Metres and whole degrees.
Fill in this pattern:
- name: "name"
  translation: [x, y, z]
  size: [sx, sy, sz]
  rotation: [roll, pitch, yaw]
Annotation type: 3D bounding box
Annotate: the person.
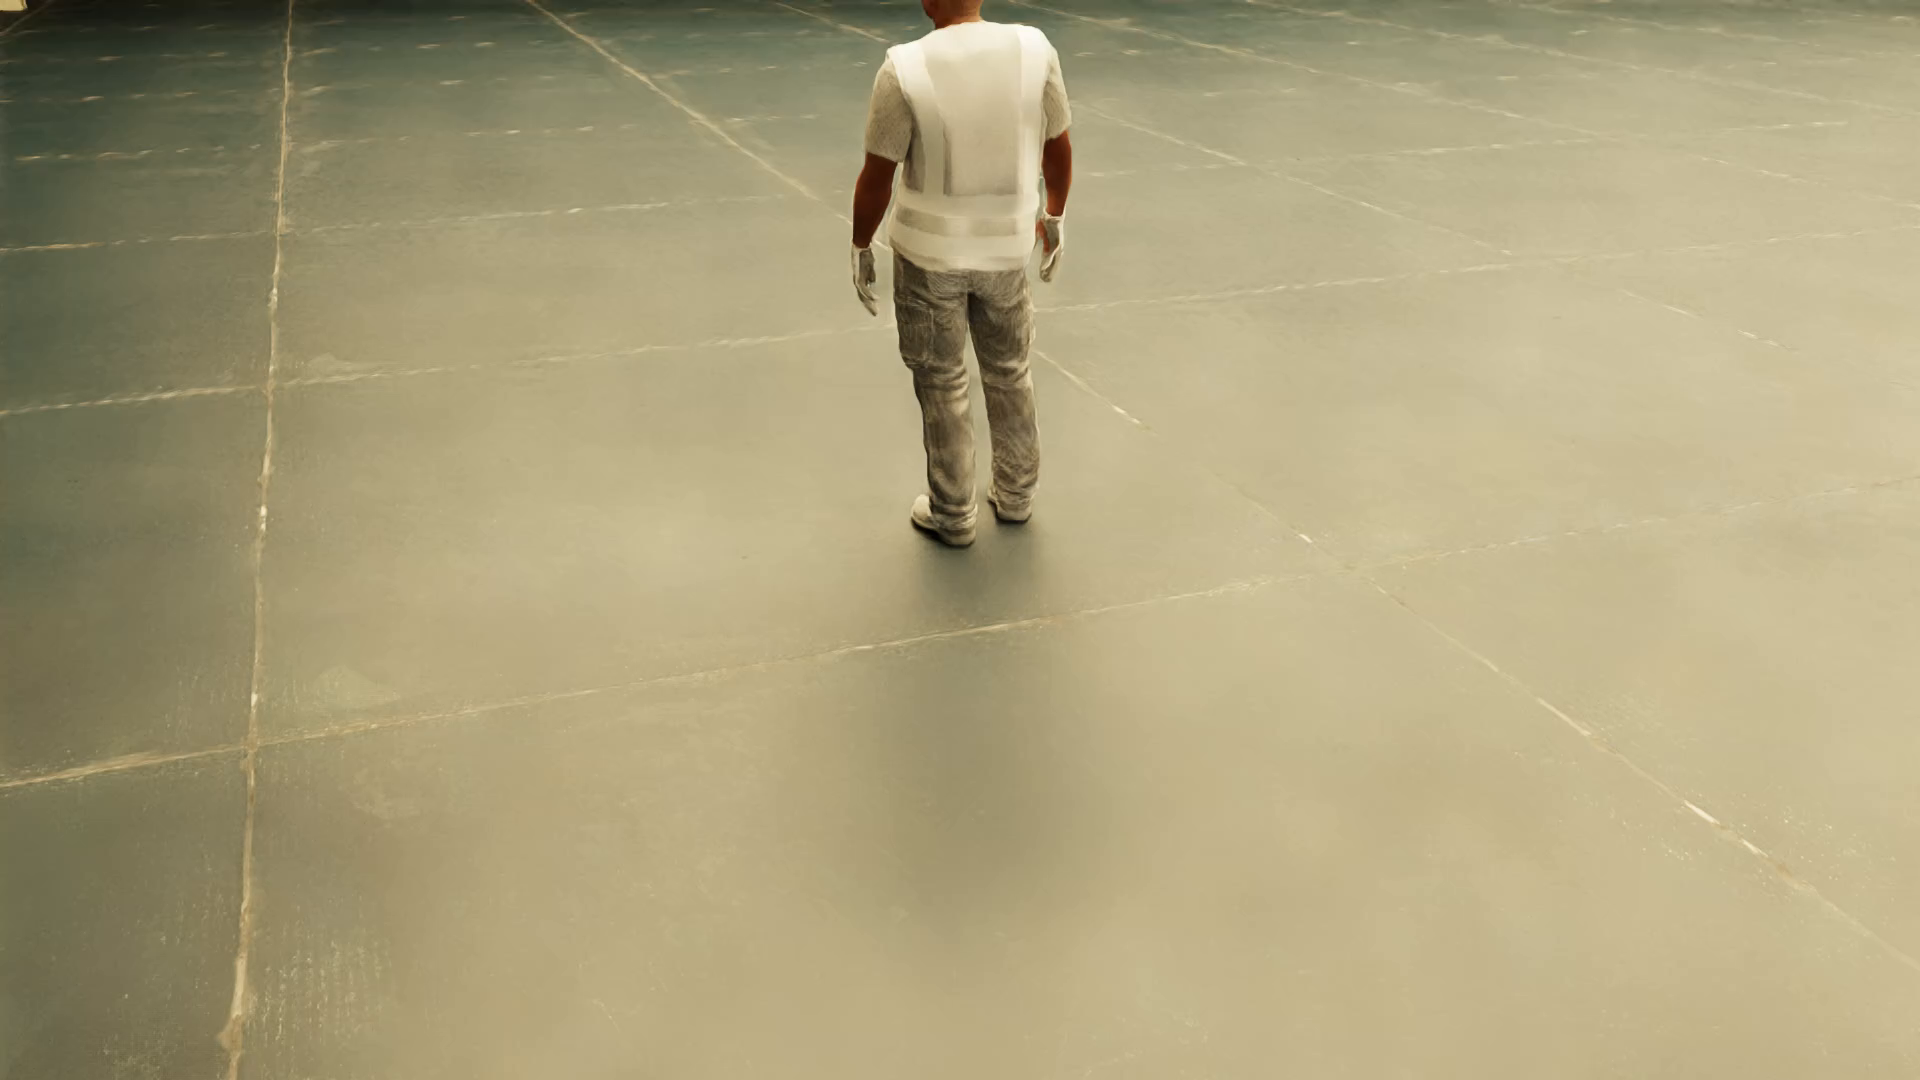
- name: "person"
  translation: [-0.017, -0.856, 4.796]
  size: [0.655, 1.782, 0.576]
  rotation: [-8, 24, -18]
